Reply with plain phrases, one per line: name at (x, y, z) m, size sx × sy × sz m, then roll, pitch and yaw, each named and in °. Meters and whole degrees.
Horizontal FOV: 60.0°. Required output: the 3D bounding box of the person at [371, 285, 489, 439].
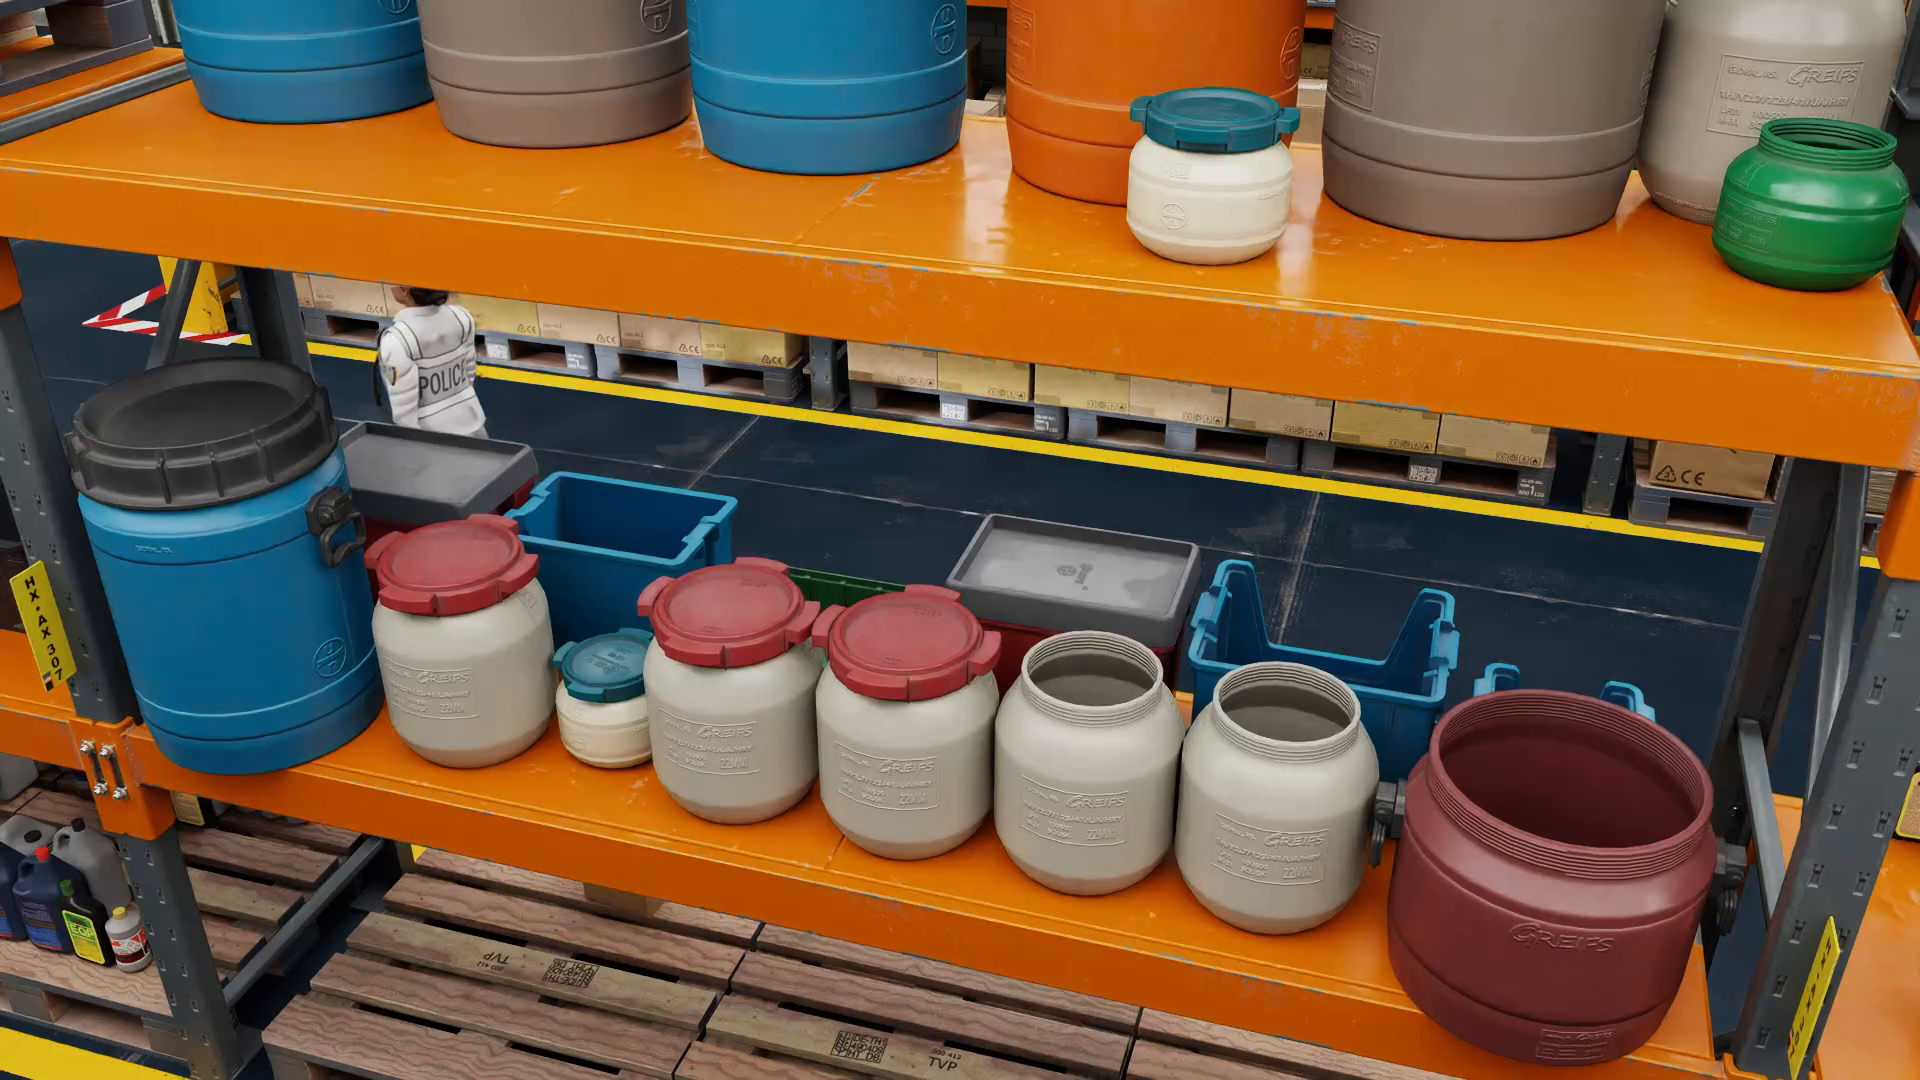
person at (-2.122, -0.381, 6.797) m, size 0.566 × 1.755 × 0.485 m, roll 22°, pitch 36°, yaw 33°
